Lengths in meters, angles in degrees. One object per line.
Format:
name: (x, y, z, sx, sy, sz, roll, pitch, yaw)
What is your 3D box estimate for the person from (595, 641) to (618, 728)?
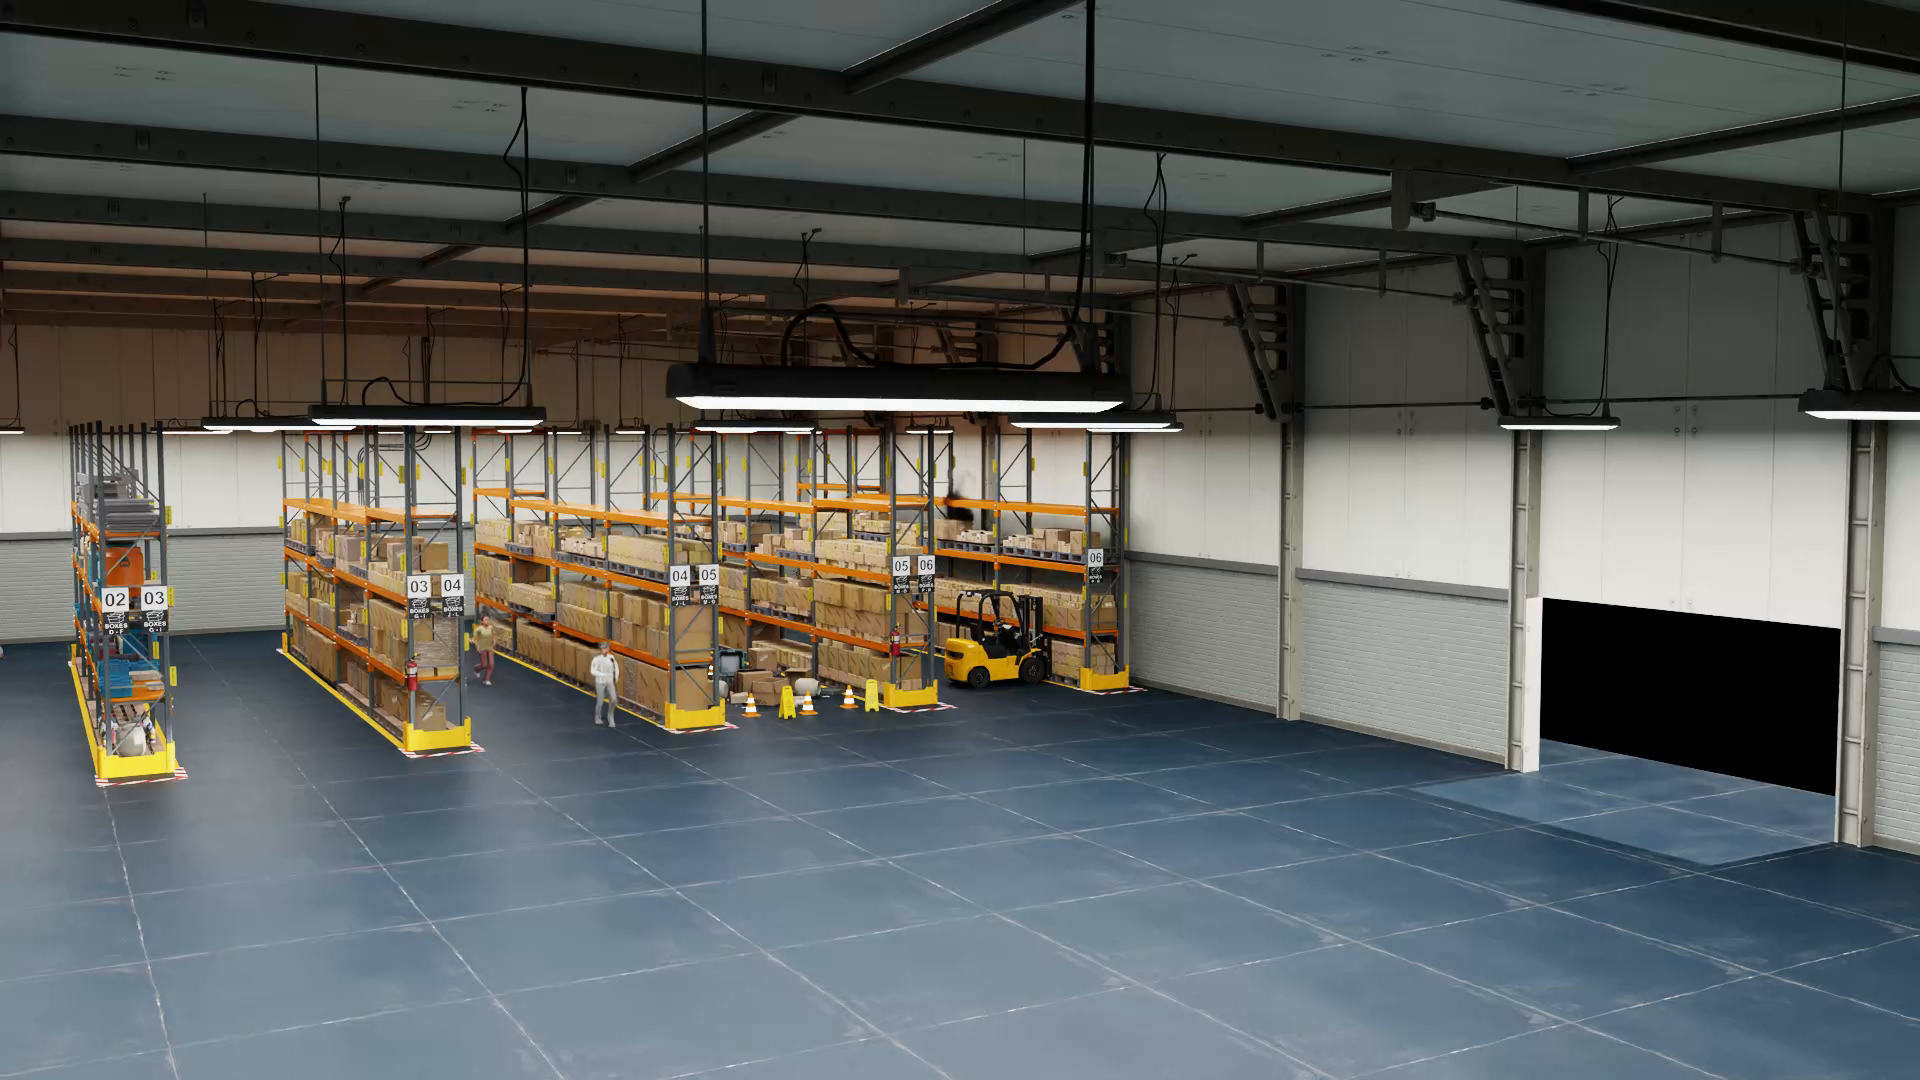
person: (-6.958, 2.855, 32.879, 0.506, 1.732, 0.699, -2, 4, -33)

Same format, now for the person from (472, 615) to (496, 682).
person: (-11.029, 2.506, 38.570, 0.569, 1.560, 0.555, -3, 5, -40)

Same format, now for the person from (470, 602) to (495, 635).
person: (-13.740, 1.951, 48.131, 0.854, 1.670, 0.697, -1, 4, -18)

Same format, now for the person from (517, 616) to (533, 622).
person: (-12.682, 1.810, 48.457, 0.773, 1.576, 0.580, -3, 4, -38)

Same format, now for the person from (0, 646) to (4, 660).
person: (-19.976, 2.698, 34.083, 0.673, 1.800, 0.942, -3, 5, -41)
